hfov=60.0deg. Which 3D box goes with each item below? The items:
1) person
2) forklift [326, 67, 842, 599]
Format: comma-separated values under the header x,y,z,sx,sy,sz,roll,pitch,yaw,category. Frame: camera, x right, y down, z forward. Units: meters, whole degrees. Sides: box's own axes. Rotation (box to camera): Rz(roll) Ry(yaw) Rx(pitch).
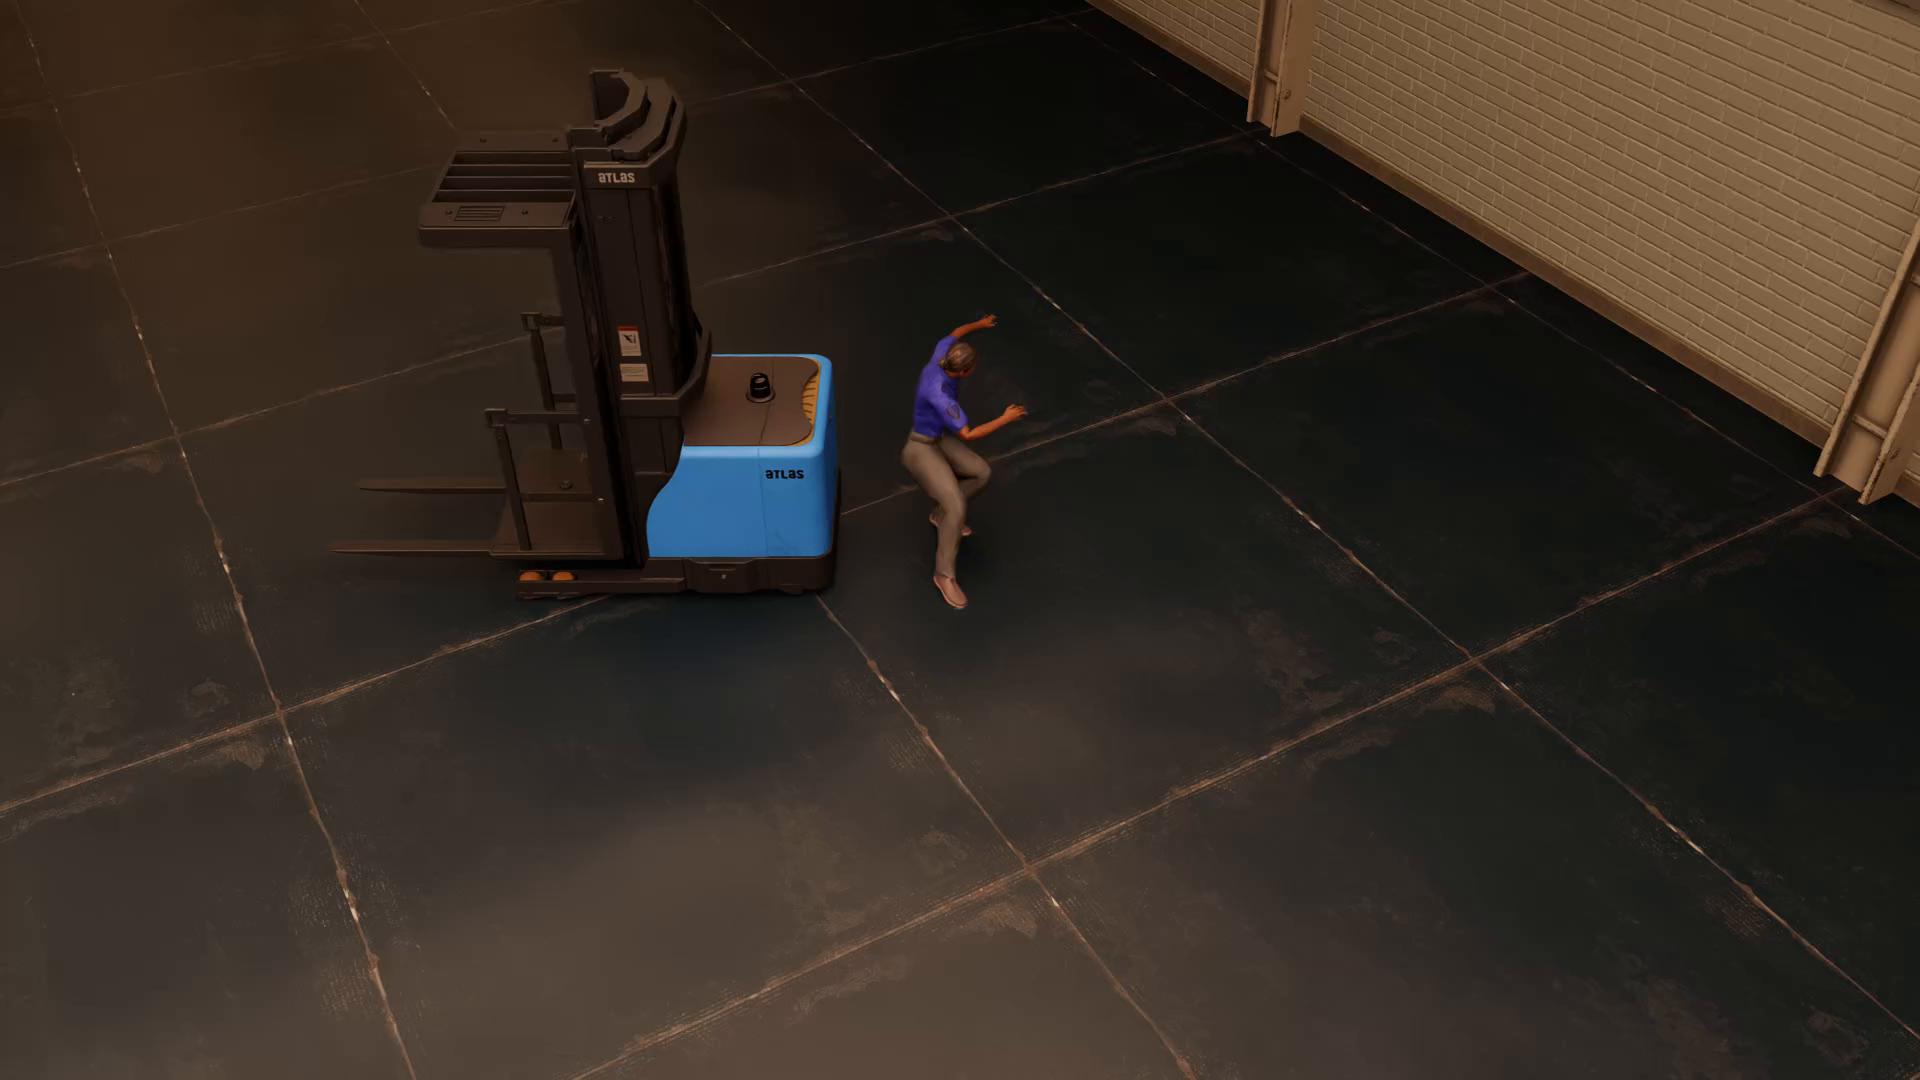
x,y,z,sx,sy,sz,roll,pitch,yaw,category
0.025,-0.601,9.992,0.756,1.378,1.518,4,40,5,person
-2.267,-1.115,9.380,3.031,2.935,1.130,0,40,0,forklift
